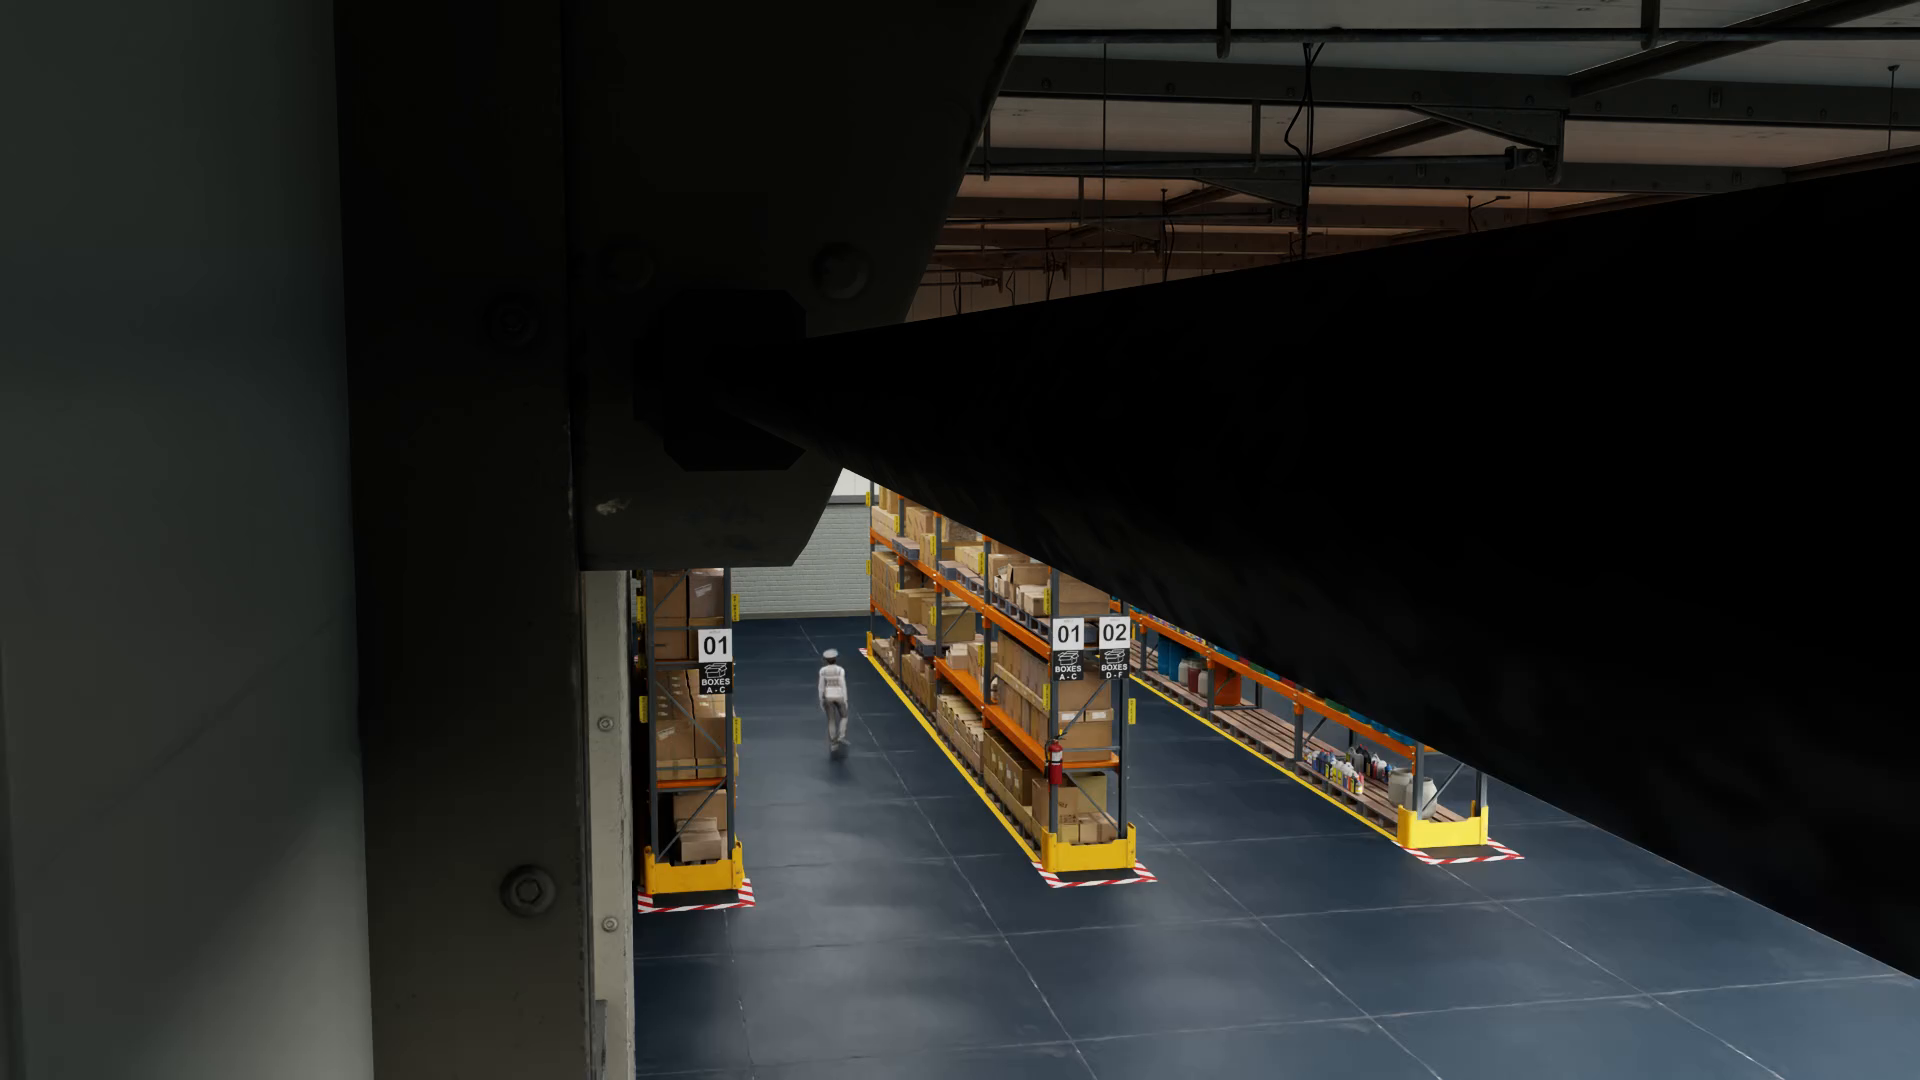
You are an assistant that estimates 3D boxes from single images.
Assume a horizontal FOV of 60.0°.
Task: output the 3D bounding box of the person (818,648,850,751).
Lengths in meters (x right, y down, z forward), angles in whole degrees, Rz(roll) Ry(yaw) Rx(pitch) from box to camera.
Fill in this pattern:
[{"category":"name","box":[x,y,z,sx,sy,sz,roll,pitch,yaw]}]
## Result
[{"category":"person","box":[-2.077,2.630,27.390,0.526,1.683,0.469,0,6,1]}]
